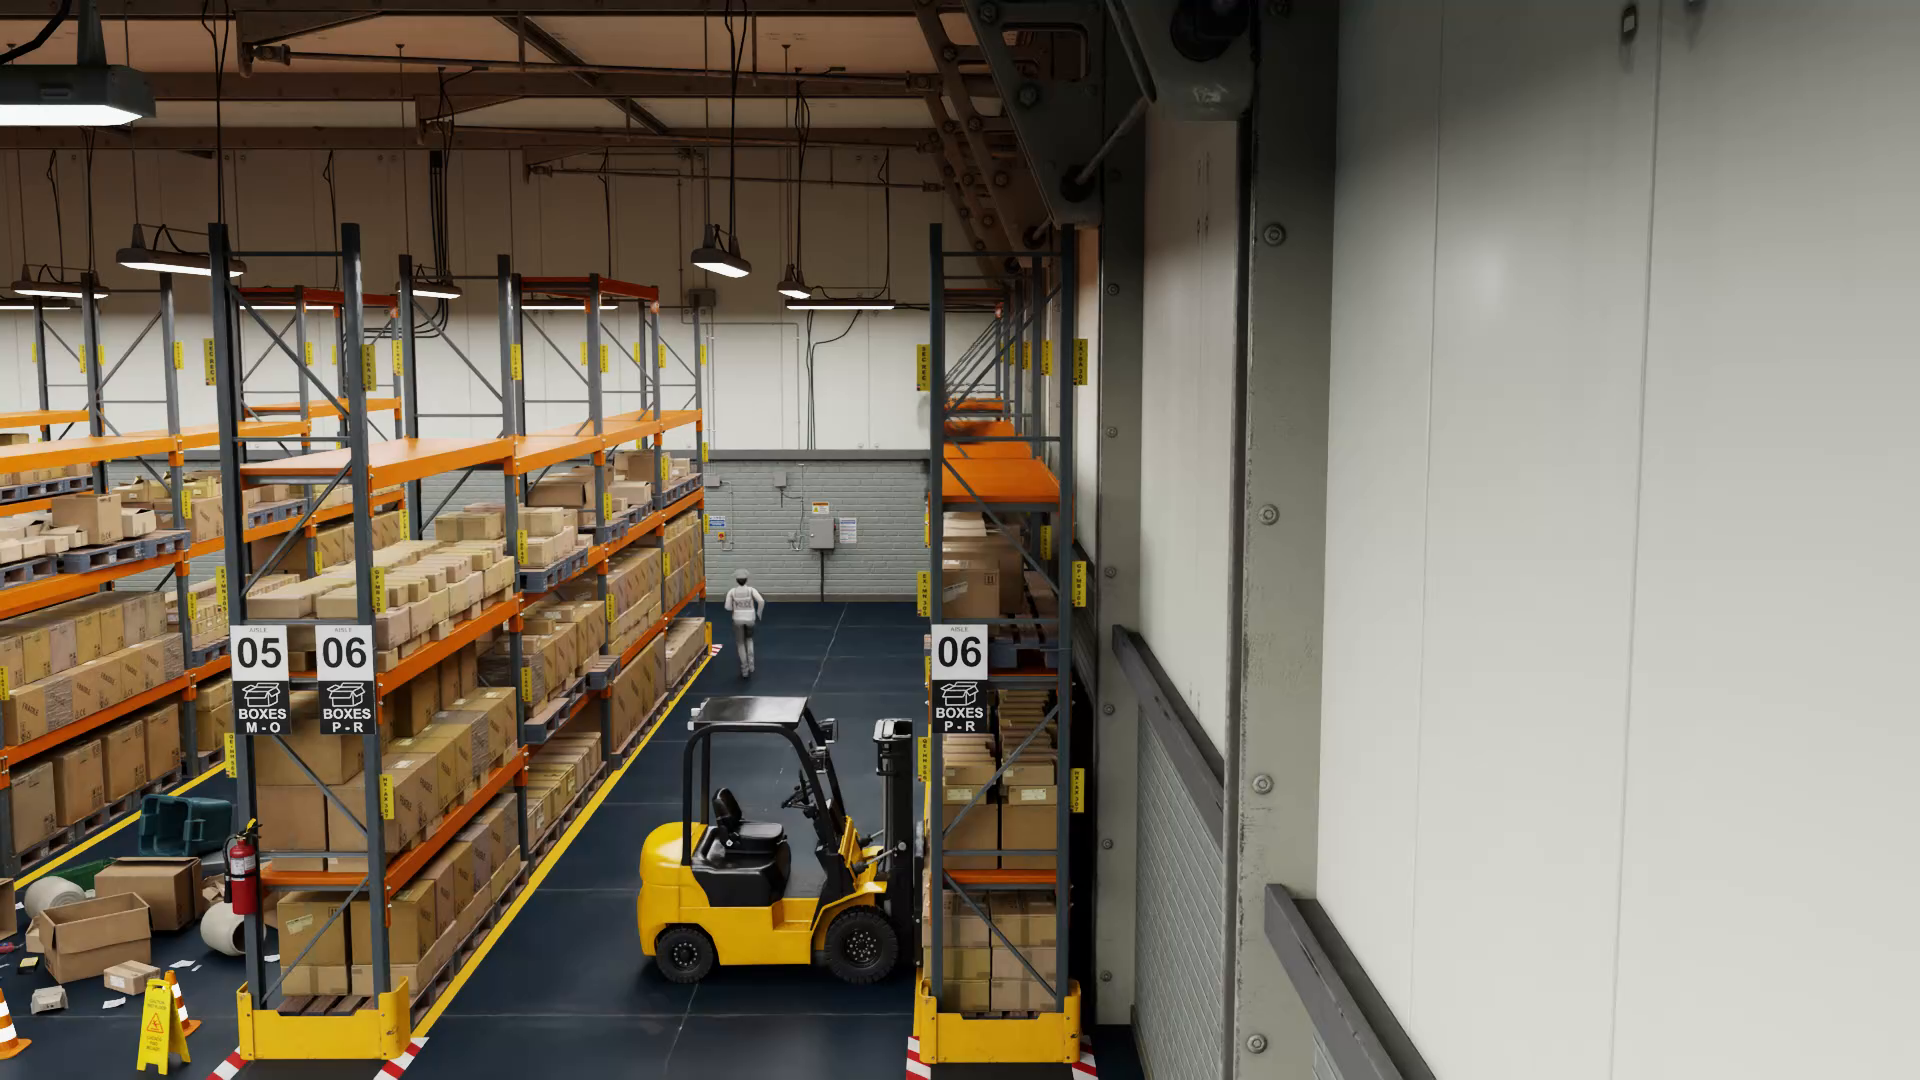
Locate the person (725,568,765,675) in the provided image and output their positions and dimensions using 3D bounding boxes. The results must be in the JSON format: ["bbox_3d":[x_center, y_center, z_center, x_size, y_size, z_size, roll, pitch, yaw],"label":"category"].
[{"bbox_3d":[-3.395,1.274,26.159,0.598,1.669,0.611,-2,7,-13],"label":"person"}]
